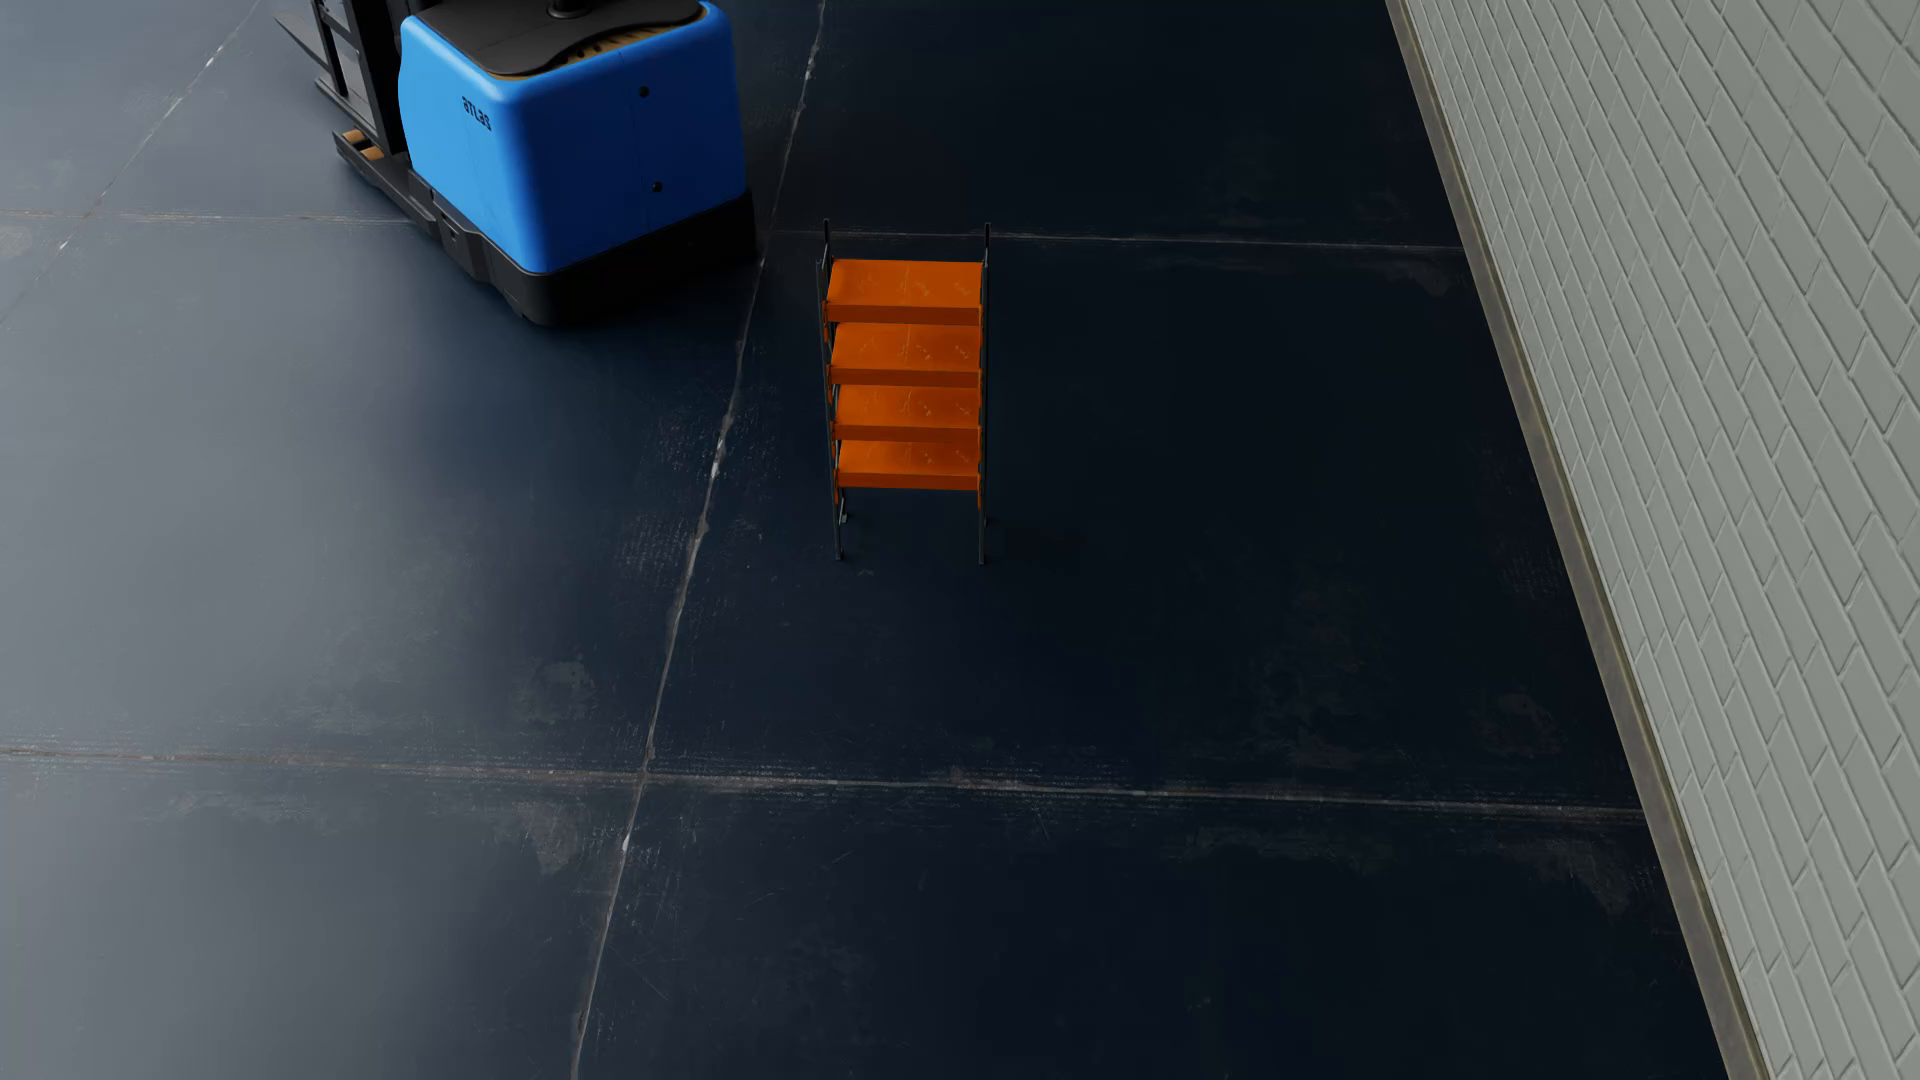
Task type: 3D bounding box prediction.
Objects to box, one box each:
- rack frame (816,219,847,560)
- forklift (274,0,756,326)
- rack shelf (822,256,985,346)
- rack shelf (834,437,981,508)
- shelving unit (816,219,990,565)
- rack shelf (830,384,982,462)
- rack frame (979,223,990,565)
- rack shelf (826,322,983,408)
[{"bbox_3d":[-0.409,-0.452,5.355,0.015,1.200,0.240,2,43,2],"label":"rack frame"},{"bbox_3d":[-2.178,-2.857,6.667,1.130,2.935,3.031,-29,50,-27],"label":"forklift"},{"bbox_3d":[-0.165,-0.732,5.079,0.480,0.148,0.258,2,43,2],"label":"rack shelf"},{"bbox_3d":[-0.165,-0.250,5.528,0.480,0.148,0.258,2,43,2],"label":"rack shelf"},{"bbox_3d":[-0.165,-0.444,5.346,0.503,1.200,0.258,2,43,2],"label":"shelving unit"},{"bbox_3d":[-0.165,-0.395,5.392,0.480,0.148,0.258,2,43,2],"label":"rack shelf"},{"bbox_3d":[0.078,-0.437,5.338,0.015,1.200,0.240,2,43,2],"label":"rack frame"},{"bbox_3d":[-0.165,-0.559,5.240,0.480,0.148,0.258,2,43,2],"label":"rack shelf"}]
